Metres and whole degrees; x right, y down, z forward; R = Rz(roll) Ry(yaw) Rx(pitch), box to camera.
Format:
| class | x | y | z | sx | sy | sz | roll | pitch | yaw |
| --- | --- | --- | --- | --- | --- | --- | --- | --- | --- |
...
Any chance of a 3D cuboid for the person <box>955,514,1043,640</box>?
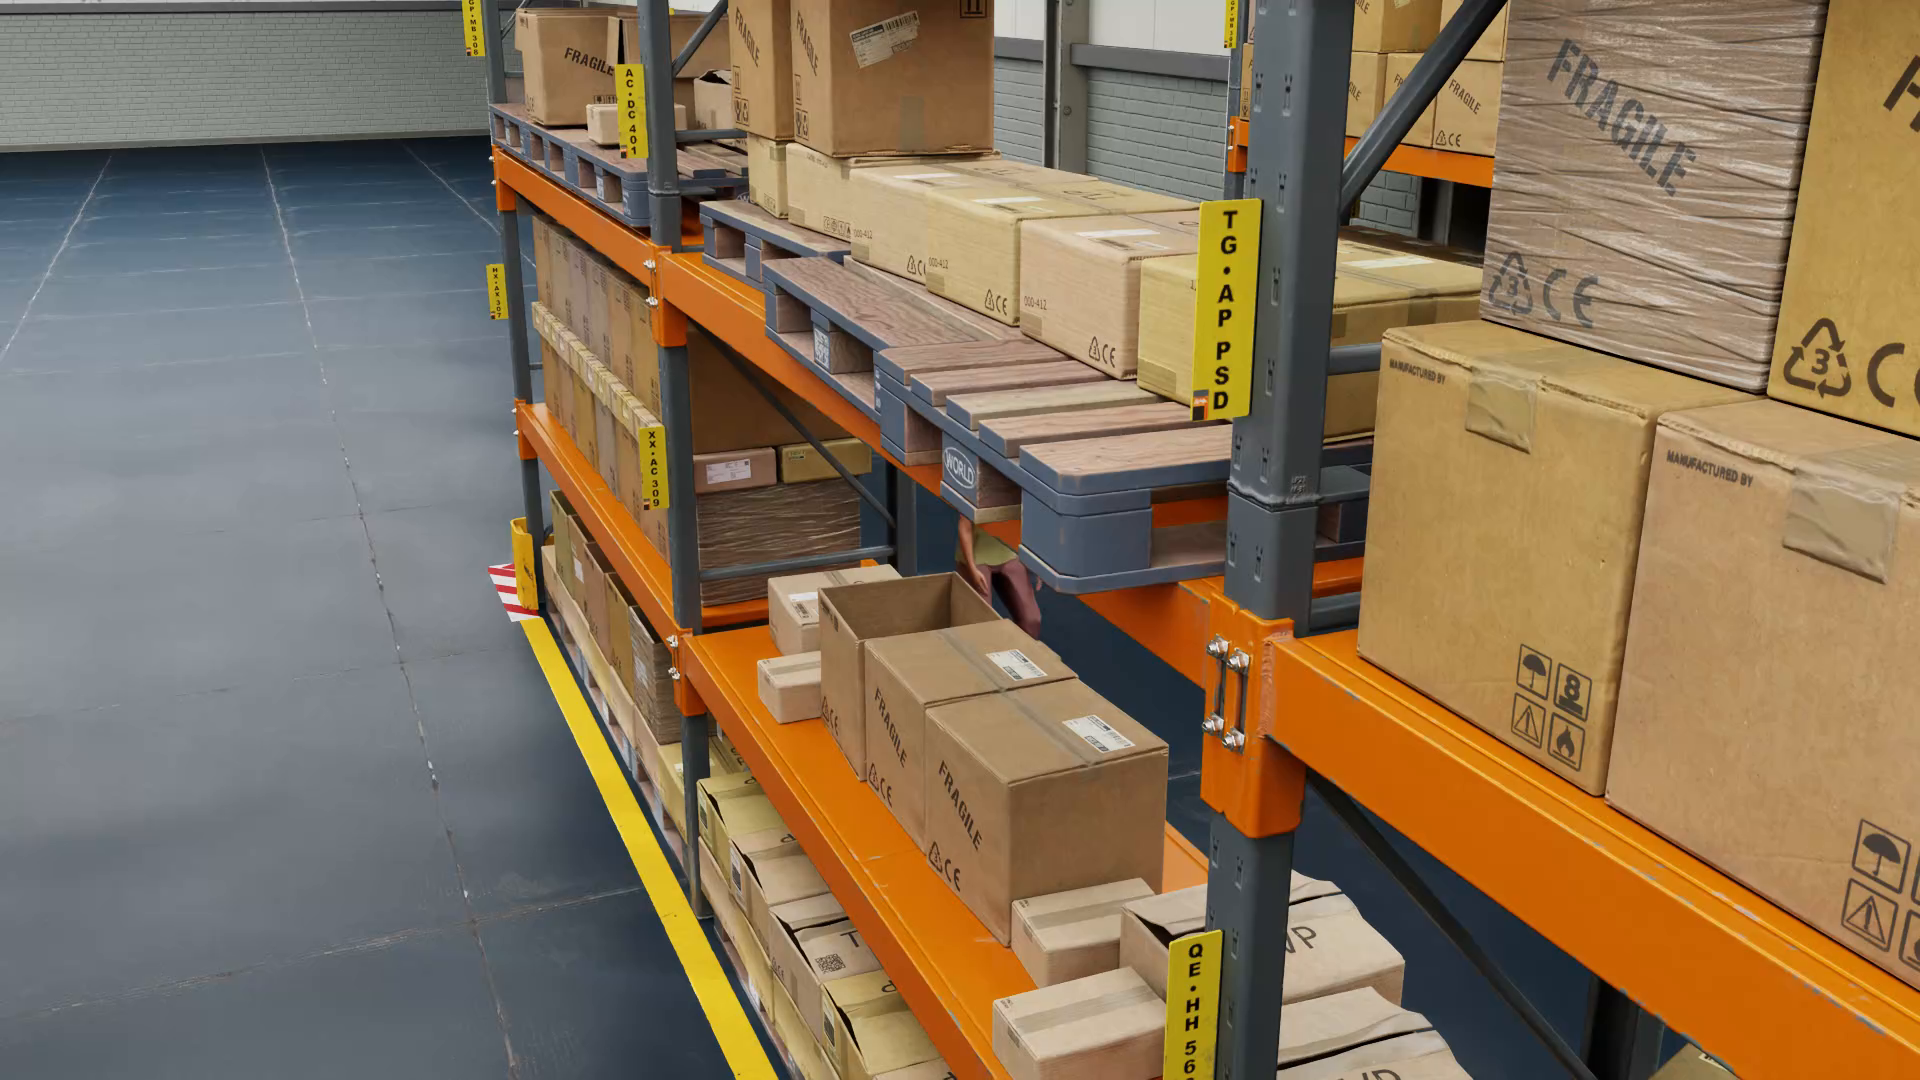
| class | x | y | z | sx | sy | sz | roll | pitch | yaw |
| --- | --- | --- | --- | --- | --- | --- | --- | --- | --- |
| person | 0.213 | 0.137 | 8.866 | 0.490 | 1.556 | 0.489 | -7 | 20 | -21 |
